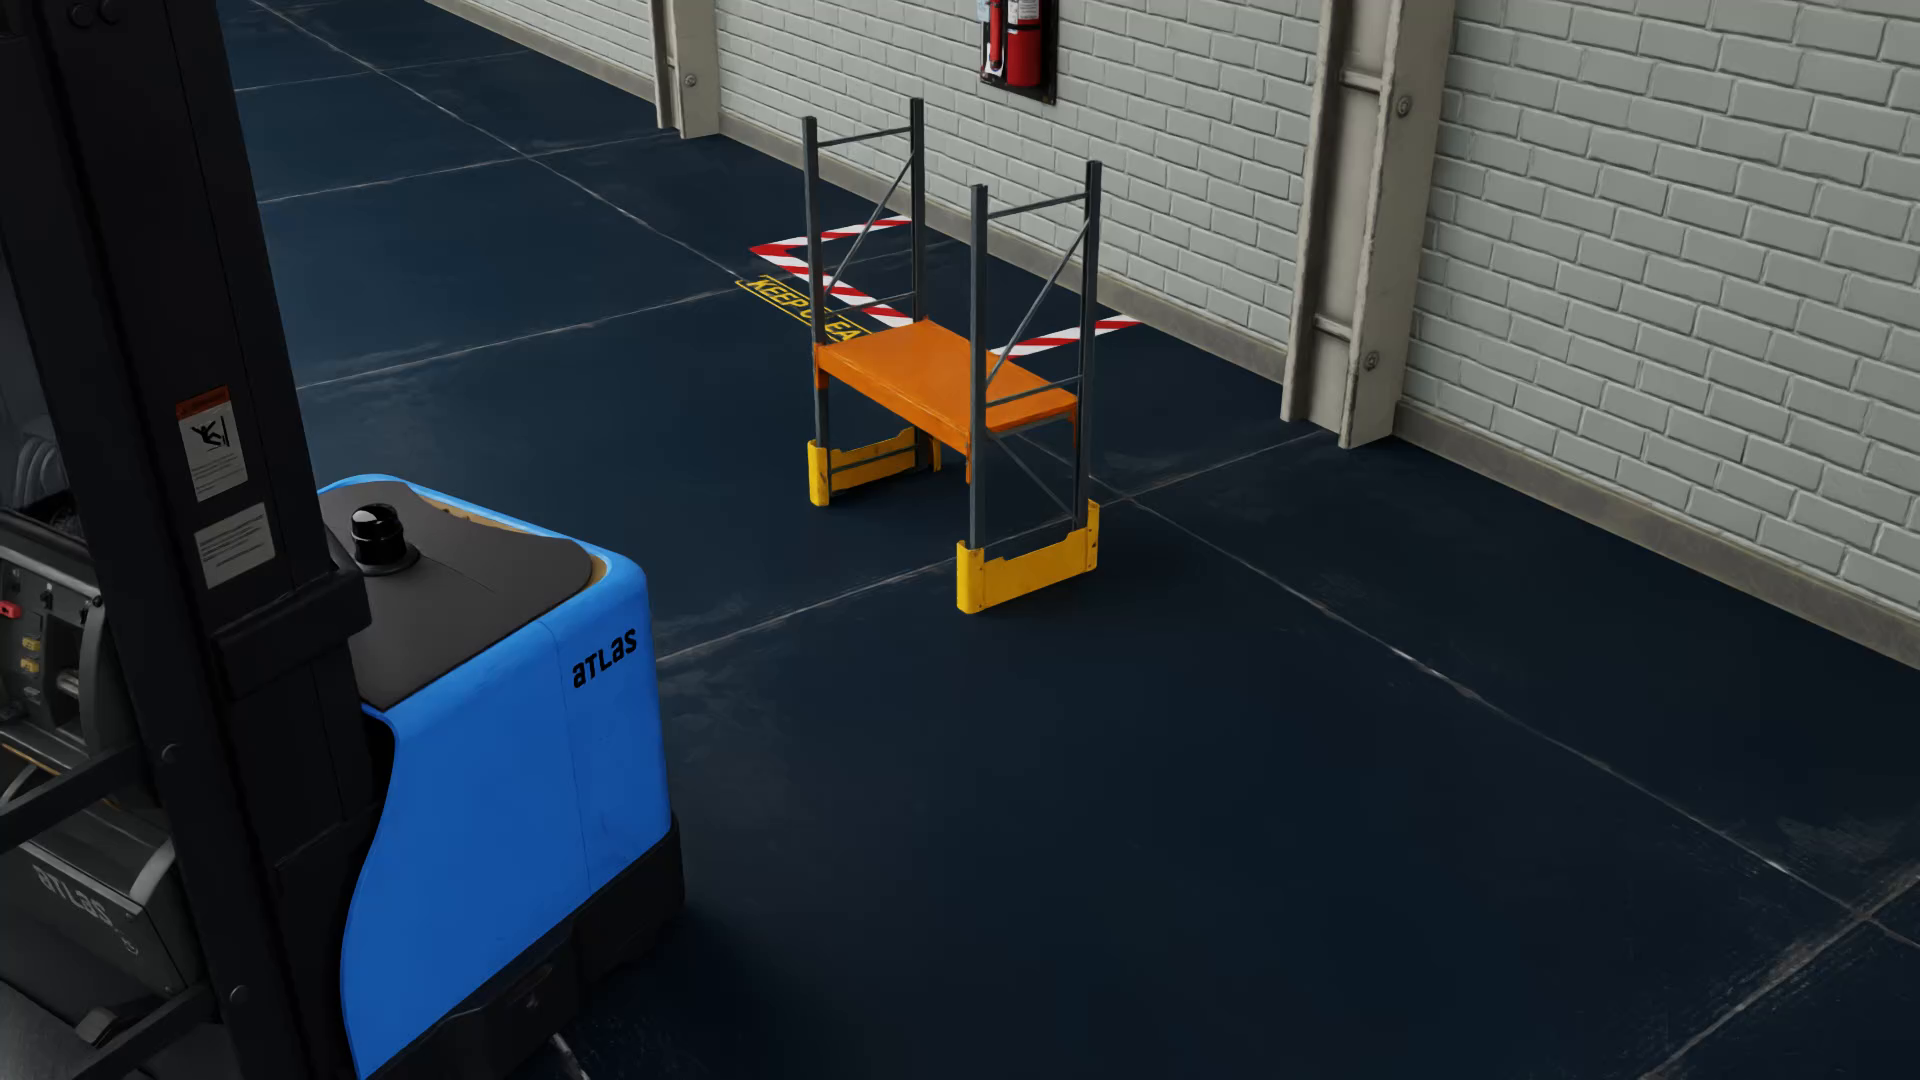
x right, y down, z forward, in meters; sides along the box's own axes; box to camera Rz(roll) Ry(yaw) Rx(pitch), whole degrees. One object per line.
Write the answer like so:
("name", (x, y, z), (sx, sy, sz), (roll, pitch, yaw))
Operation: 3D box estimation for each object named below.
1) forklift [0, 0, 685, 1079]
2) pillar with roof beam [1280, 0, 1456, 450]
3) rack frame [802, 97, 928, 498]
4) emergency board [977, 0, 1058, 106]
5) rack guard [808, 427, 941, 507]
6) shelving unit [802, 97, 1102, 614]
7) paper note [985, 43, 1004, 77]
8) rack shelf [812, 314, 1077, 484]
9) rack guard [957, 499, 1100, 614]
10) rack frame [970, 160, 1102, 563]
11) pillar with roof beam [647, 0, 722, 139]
("forklift", (-1.932, 0.179, 2.849), (1.130, 2.935, 3.031), (17, 33, 28))
("pillar with roof beam", (-1.881, -3.258, 2.820), (9.100, 9.000, 0.400), (-19, 34, -31))
("rack frame", (-0.344, -0.890, 6.317), (0.500, 1.500, 0.032), (-19, 34, -31))
("emergency board", (0.224, -2.785, 8.235), (0.194, 1.169, 0.643), (-19, 34, -31))
("rack guard", (-0.333, -0.333, 6.601), (0.587, 0.250, 0.087), (-19, 34, -31))
("shelving unit", (-0.044, -0.689, 5.947), (0.587, 1.500, 1.083), (-19, 34, -31))
("paper note", (0.177, -2.486, 8.607), (0.016, 0.148, 0.142), (-19, 34, -31))
("rack shelf", (-0.049, -0.534, 6.039), (0.538, 0.185, 1.000), (-19, 34, -31))
("rack guard", (0.245, 0.054, 5.888), (0.587, 0.250, 0.087), (-19, 34, -31))
("rack frame", (0.245, -0.495, 5.589), (0.500, 1.500, 0.032), (-19, 34, -31))
("pillar with roof beam", (-5.361, -5.591, 7.115), (9.100, 9.000, 0.400), (-19, 34, -31))
